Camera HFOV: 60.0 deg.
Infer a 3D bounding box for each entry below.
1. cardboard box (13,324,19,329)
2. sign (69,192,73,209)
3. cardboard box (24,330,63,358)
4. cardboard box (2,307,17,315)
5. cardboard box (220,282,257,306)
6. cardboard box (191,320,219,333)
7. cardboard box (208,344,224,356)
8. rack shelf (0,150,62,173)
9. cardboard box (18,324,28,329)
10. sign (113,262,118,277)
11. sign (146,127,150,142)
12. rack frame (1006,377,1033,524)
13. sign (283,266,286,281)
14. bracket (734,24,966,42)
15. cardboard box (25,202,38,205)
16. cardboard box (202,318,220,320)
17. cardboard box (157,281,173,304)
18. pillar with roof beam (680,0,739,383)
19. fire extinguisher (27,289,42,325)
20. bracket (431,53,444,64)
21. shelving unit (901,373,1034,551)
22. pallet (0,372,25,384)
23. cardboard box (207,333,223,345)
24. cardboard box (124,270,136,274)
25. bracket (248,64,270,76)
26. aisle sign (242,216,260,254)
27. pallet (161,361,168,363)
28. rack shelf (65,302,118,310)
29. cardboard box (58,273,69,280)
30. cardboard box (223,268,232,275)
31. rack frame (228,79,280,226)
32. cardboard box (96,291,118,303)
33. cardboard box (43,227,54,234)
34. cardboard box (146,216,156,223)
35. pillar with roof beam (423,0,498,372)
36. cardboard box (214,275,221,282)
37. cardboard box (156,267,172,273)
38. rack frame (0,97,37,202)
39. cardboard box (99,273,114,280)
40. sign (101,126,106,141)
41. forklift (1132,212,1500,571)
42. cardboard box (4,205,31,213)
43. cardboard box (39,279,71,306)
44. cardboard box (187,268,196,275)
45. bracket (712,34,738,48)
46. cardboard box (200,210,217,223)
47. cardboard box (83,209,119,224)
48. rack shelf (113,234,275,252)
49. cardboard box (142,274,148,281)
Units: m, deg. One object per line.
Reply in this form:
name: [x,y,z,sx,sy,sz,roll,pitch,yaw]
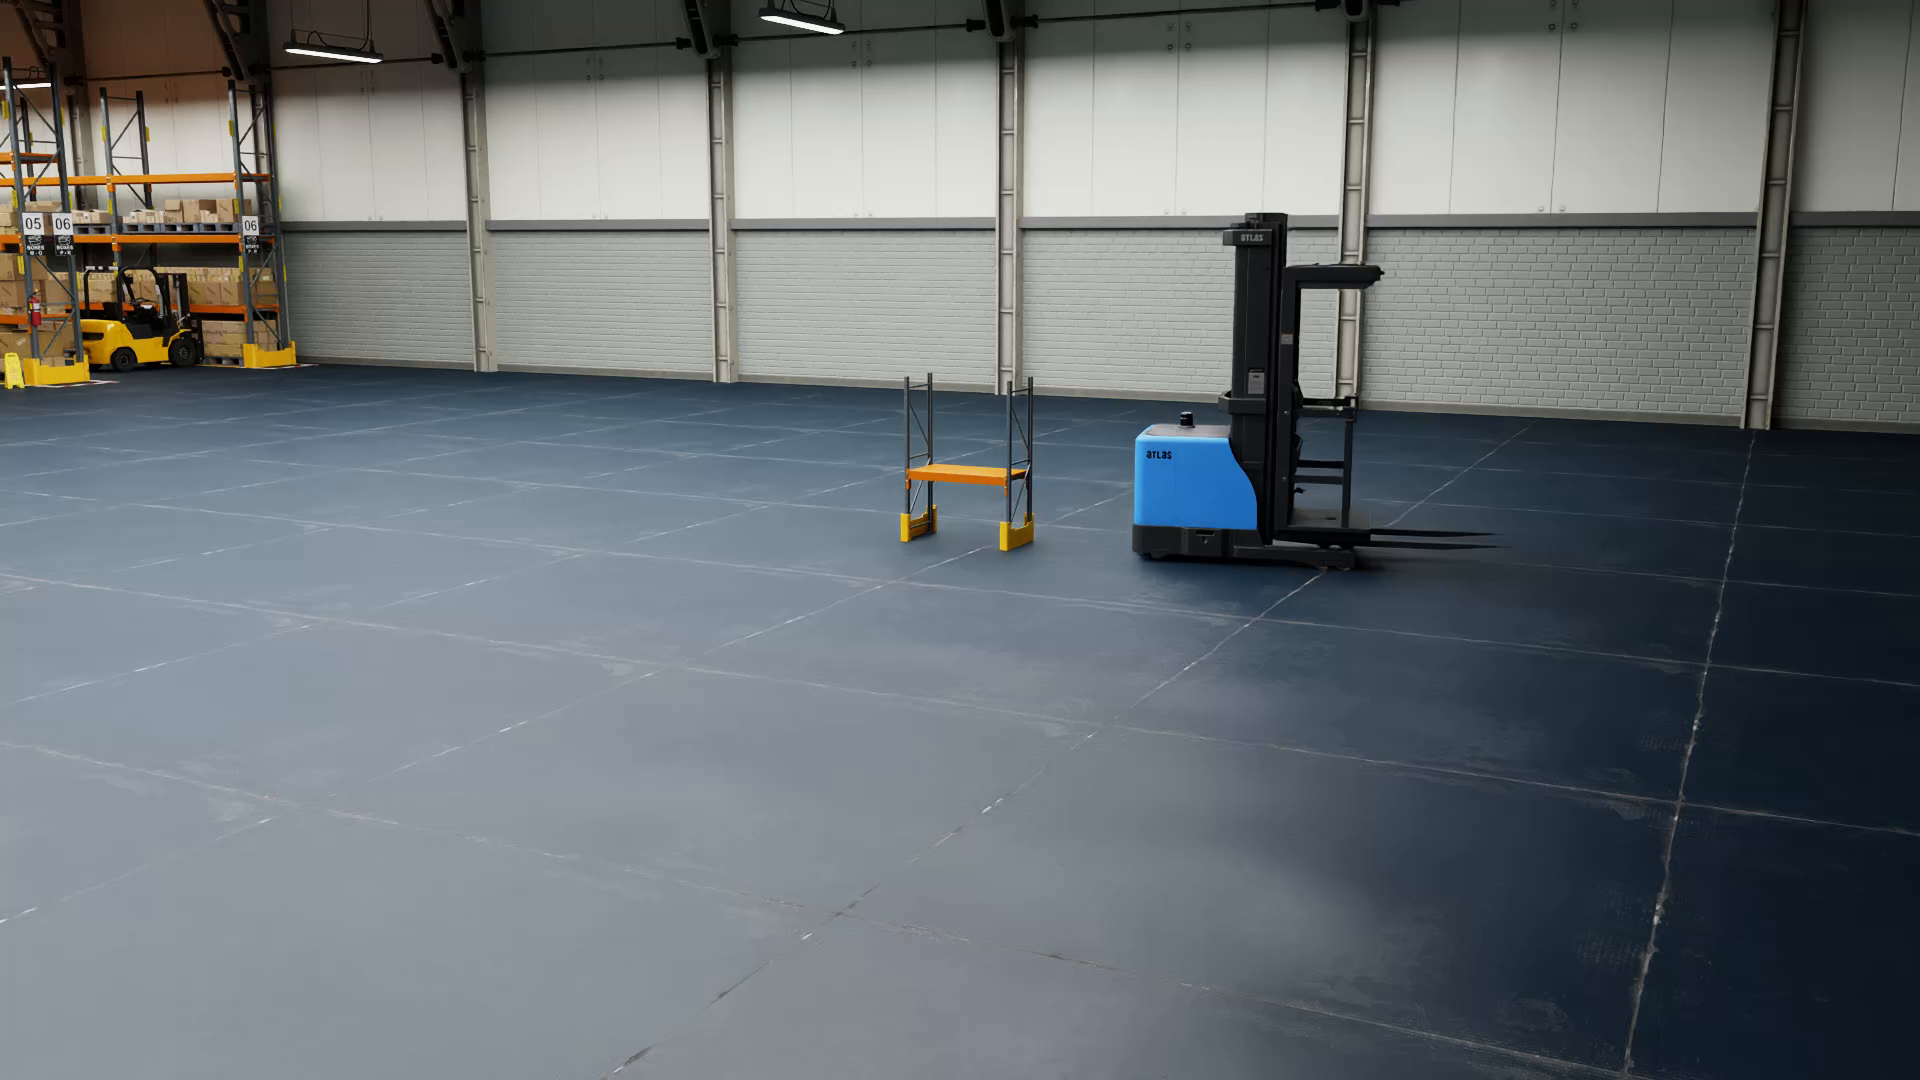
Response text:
cardboard box: [-22.701,-4.886,39.666,0.500,0.500,0.500,5,12,27]
sign: [-17.005,-6.480,31.756,0.005,0.325,0.100,5,11,26]
cardboard box: [-17.868,-3.820,32.367,0.500,0.500,0.500,5,11,24]
cardboard box: [-17.952,-4.361,31.631,0.250,0.149,0.380,5,11,25]
cardboard box: [-15.610,-5.326,35.977,0.500,0.500,0.500,5,11,25]
cardboard box: [-16.521,-4.690,36.475,0.500,0.250,0.500,5,11,27]
cardboard box: [-16.055,-4.161,36.362,0.500,0.250,0.500,5,11,26]
rack shelf: [-19.039,-7.241,32.023,4.000,0.370,1.077,5,11,26]
cardboard box: [-21.673,-4.898,39.377,0.625,0.625,0.875,5,12,28]
sign: [-18.871,-6.039,37.166,0.005,0.325,0.100,5,11,26]
sign: [-18.372,-9.172,37.593,0.005,0.325,0.100,5,11,26]
rack frame: [0.532,-0.691,14.858,0.032,1.500,0.500,5,11,26]
sign: [-14.801,-5.834,36.406,0.005,0.325,0.100,5,11,26]
bracket: [-1.976,-8.963,29.399,4.783,0.066,0.076,5,11,26]
cardboard box: [-21.188,-7.572,38.502,0.500,0.500,0.700,5,11,25]
cardboard box: [-16.750,-4.816,37.169,0.500,0.250,0.500,5,11,25]
cardboard box: [-17.428,-5.490,36.881,0.500,0.500,0.500,5,11,25]
pillar with roof beam: [-6.421,-6.798,27.544,0.548,9.000,9.100,5,11,26]
fire extinguisher: [-17.347,-4.367,31.172,0.183,0.674,0.296,5,11,26]
bracket: [-10.427,-9.706,33.502,0.430,0.232,0.235,5,11,26]
shelving unit: [0.068,-0.732,15.083,1.083,1.500,0.587,5,11,26]
pallet: [-18.026,-3.191,32.288,1.213,0.211,1.003,5,11,26]
cardboard box: [-16.072,-4.410,36.330,0.500,0.250,0.500,5,11,25]
cardboard box: [-18.485,-6.038,37.251,0.250,0.149,0.380,5,12,27]
bracket: [-15.063,-10.113,35.753,0.430,0.232,0.235,5,11,26]
aisle sign: [-15.123,-6.508,35.484,0.004,0.787,0.394,5,11,26]
pallet: [-17.945,-4.154,37.610,1.213,0.211,1.003,5,11,26]
rack shelf: [-20.433,-5.399,38.680,4.000,0.370,1.077,5,11,26]
cardboard box: [-20.475,-6.060,38.208,0.250,0.149,0.380,5,11,24]
cardboard box: [-15.702,-5.804,35.960,0.250,0.149,0.380,5,11,26]
rack frame: [-15.052,-8.232,35.469,0.127,3.000,1.000,5,11,26]
cardboard box: [-19.207,-5.520,37.747,0.500,0.250,0.500,5,12,27]
cardboard box: [-17.399,-5.918,31.808,0.250,0.149,0.380,5,11,26]
cardboard box: [-17.682,-7.059,36.656,0.250,0.149,0.380,5,12,28]
pillar with roof beam: [-11.802,-7.271,30.156,0.548,9.000,9.100,5,11,26]
cardboard box: [-15.935,-5.677,36.093,0.250,0.149,0.380,5,12,27]
cardboard box: [-17.548,-5.960,36.822,0.250,0.149,0.380,5,11,25]
rack frame: [-22.227,-8.863,38.952,0.127,3.000,1.000,5,11,26]
cardboard box: [-19.284,-5.973,37.728,0.250,0.149,0.380,5,11,25]
sign: [-18.869,-8.959,36.637,0.005,0.325,0.100,5,11,26]
forklift: [3.057,-1.291,14.156,3.031,2.935,1.130,3,11,14]
cardboard box: [-17.679,-6.212,31.193,0.250,0.149,0.380,5,11,26]
cardboard box: [-17.547,-4.765,32.037,0.500,0.500,0.500,5,11,25]
cardboard box: [-16.656,-5.874,36.348,0.250,0.149,0.380,5,12,27]
bracket: [-4.301,-9.168,30.528,0.430,0.232,0.235,5,11,26]
cardboard box: [-16.157,-6.983,35.905,0.258,0.266,0.396,5,11,26]
cardboard box: [-19.396,-7.302,37.540,0.500,0.311,0.500,5,11,24]
rack shelf: [-16.846,-6.560,36.671,4.000,0.370,1.077,5,11,26]
cardboard box: [-17.991,-5.861,37.107,0.250,0.149,0.380,5,11,26]
